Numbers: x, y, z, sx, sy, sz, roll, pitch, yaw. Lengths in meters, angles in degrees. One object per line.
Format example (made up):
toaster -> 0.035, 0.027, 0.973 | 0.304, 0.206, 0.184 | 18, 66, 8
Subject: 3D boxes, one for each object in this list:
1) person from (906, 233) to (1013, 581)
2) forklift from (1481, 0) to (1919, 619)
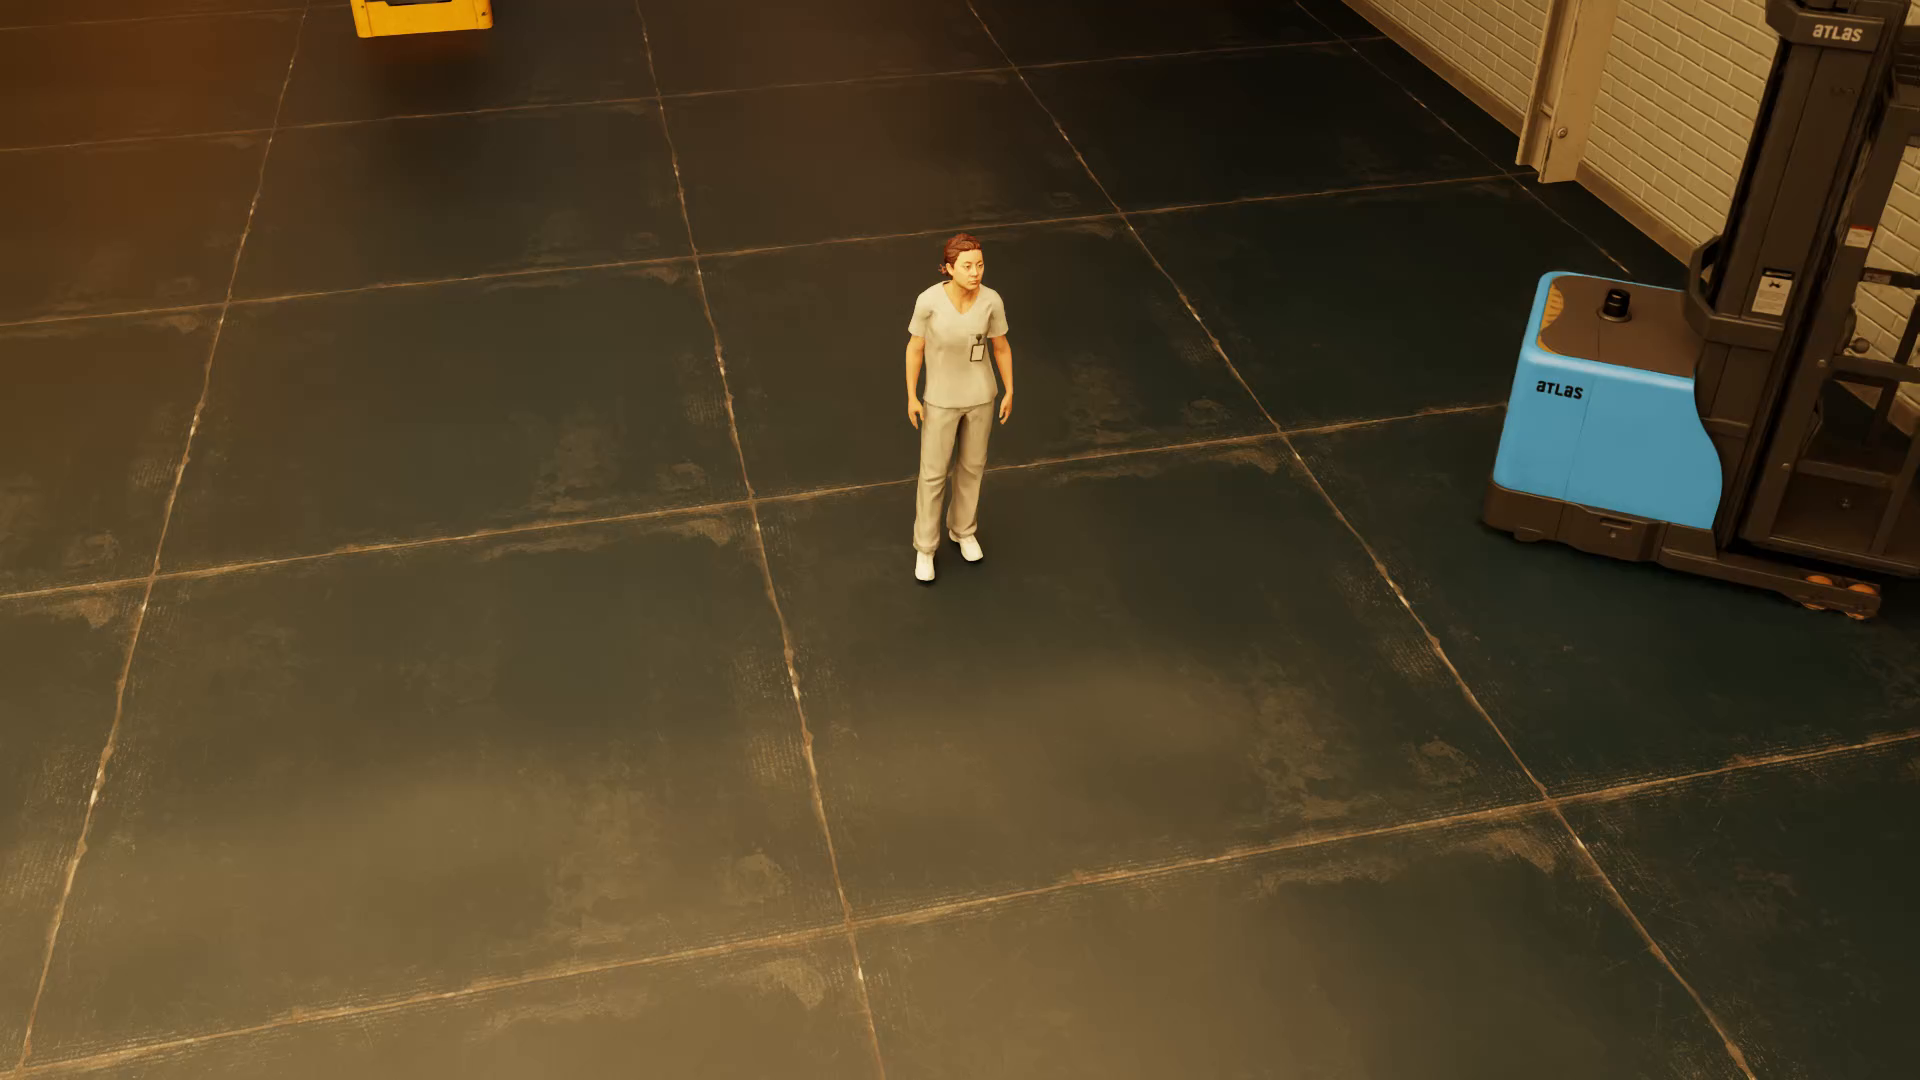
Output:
person -> 0.003, -0.642, 8.005 | 0.549, 1.673, 0.548 | -8, 36, -11
forklift -> 4.264, -1.161, 7.663 | 3.031, 2.935, 1.130 | 13, 38, 18
